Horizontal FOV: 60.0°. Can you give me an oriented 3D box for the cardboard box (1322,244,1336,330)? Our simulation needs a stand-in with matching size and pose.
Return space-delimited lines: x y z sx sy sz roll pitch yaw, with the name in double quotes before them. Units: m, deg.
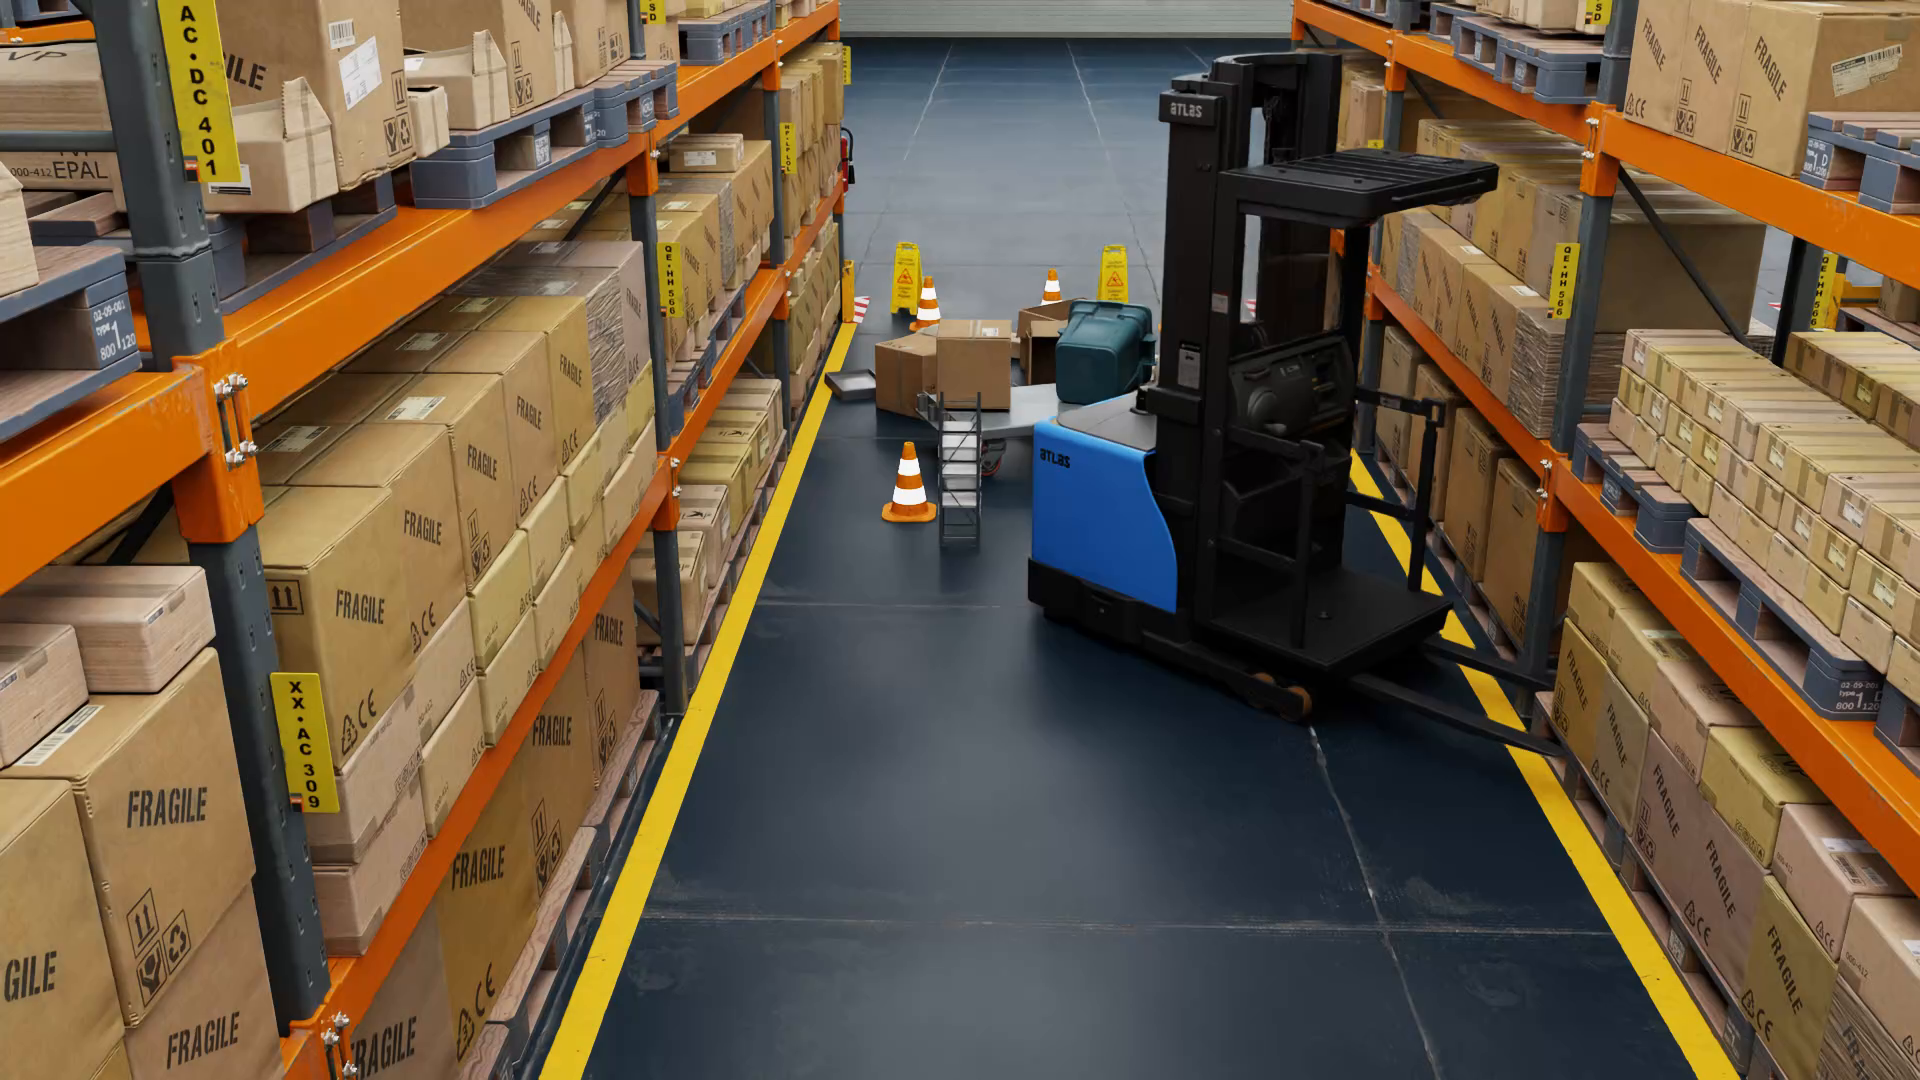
"cardboard box" 3.413 -2.101 13.653 0.875 0.875 0.875 0 21 1

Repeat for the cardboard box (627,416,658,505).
"cardboard box" -1.558 -0.329 6.939 0.500 0.250 0.500 0 21 0

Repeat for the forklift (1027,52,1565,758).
"forklift" 1.743 -0.721 7.836 1.130 2.935 3.031 -19 28 -40

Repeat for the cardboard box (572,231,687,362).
"cardboard box" -1.557 -1.126 7.655 0.500 0.500 0.500 0 21 0

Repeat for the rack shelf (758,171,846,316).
"rack shelf" -1.620 -2.419 13.111 1.077 0.370 4.000 1 21 2

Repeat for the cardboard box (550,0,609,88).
"cardboard box" -1.643 -1.866 5.825 0.700 0.500 0.500 0 21 -1

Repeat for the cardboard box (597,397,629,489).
"cardboard box" -1.575 -0.385 6.390 0.500 0.250 0.500 0 21 0

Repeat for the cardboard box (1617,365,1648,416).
"cardboard box" 2.933 -0.612 6.815 0.380 0.149 0.250 2 21 4

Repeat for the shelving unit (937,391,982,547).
"shelving unit" 0.000 -0.417 9.859 0.258 0.900 0.210 1 21 2

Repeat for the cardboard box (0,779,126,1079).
"cardboard box" -1.686 0.705 2.544 0.500 0.500 0.500 0 21 1

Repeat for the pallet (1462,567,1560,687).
"pallet" 3.248 0.449 8.581 1.003 0.211 1.213 1 21 2

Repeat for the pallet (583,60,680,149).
"pallet" -1.769 -1.662 6.280 1.213 0.211 1.003 2 21 4

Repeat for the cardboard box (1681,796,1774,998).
"cardboard box" 2.833 1.207 5.645 0.500 0.500 0.500 0 21 0

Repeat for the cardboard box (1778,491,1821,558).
"cardboard box" 2.891 -0.049 5.363 0.380 0.149 0.250 1 21 4

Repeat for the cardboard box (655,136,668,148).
"cardboard box" -2.048 -2.549 10.424 0.380 0.149 0.250 1 21 1

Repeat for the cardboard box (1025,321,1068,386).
"cardboard box" 0.898 -1.376 12.692 0.797 0.637 0.503 1 21 2

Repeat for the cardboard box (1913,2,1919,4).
"cardboard box" 3.364 -1.441 5.312 0.500 0.500 0.500 1 21 2

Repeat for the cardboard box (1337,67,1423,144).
"cardboard box" 3.378 -3.305 12.701 0.875 0.550 0.500 1 21 2

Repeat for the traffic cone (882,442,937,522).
"traffic cone" -0.319 -0.385 10.381 0.336 0.463 0.334 1 21 2

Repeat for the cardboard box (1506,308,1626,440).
"cardboard box" 2.894 -0.780 7.753 0.500 0.500 0.500 1 21 2

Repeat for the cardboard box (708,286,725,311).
"cardboard box" -1.509 -1.363 9.162 0.380 0.149 0.250 1 21 3

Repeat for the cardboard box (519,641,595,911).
"cardboard box" -1.938 0.781 6.226 0.875 0.875 0.875 1 21 2

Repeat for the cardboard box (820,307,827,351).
"cardboard box" -1.349 -1.720 13.535 0.500 0.250 0.500 0 21 0

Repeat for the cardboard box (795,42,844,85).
"cardboard box" -1.356 -3.942 14.110 0.700 0.500 0.500 0 21 0

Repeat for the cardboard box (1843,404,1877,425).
"cardboard box" 3.577 -0.409 6.292 0.380 0.149 0.250 1 21 3

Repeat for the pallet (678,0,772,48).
"pallet" -1.806 -3.120 10.037 1.213 0.211 1.003 1 21 2

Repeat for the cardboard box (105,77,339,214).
"cardboard box" -1.559 -0.847 3.525 0.396 0.266 0.258 0 21 1

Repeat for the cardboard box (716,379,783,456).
"cardboard box" -1.694 -0.812 11.028 0.950 0.372 0.625 1 21 2

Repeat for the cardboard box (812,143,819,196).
"cardboard box" -1.373 -2.919 12.855 0.500 0.500 0.500 1 21 2

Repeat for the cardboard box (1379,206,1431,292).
"cardboard box" 2.985 -1.873 10.571 0.500 0.500 0.500 1 21 2

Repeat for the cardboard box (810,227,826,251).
"cardboard box" -1.287 -2.431 13.436 0.380 0.149 0.250 2 21 4

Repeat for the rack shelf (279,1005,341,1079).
"rack shelf" -1.985 1.920 1.929 1.077 0.370 4.000 1 21 2

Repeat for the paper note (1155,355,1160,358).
"paper note" 1.648 -1.541 13.962 0.144 0.017 0.142 8 23 20

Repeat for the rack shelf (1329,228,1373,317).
"rack shelf" 3.331 -2.401 13.065 1.077 0.370 4.000 1 21 2

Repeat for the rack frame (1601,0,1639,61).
"rack frame" 3.148 -3.364 6.259 1.000 3.000 0.127 1 21 2

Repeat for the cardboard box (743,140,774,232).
"cardboard box" -1.465 -2.243 10.533 0.500 0.500 0.500 0 21 1

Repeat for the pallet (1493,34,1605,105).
"pallet" 3.115 -2.111 7.437 1.213 0.211 1.003 2 21 4

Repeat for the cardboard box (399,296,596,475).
"cardboard box" -1.586 -0.543 5.761 0.500 0.500 0.500 1 21 2

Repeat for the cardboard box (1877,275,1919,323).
"cardboard box" 8.311 -2.173 14.359 0.500 0.500 0.500 5 22 12

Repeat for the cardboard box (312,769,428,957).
"cardboard box" -1.647 0.775 4.092 0.500 0.250 0.500 0 21 0

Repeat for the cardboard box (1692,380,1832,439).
"cardboard box" 2.915 -0.477 6.055 0.380 0.149 0.250 0 21 -1

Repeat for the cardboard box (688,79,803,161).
"cardboard box" -1.451 -2.839 11.269 0.700 0.500 0.500 0 21 1

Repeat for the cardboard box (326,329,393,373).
"cardboard box" -2.117 -0.373 5.324 0.500 0.500 0.500 1 21 2

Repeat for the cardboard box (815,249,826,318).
"cardboard box" -1.358 -2.077 13.420 0.500 0.500 0.500 0 21 0

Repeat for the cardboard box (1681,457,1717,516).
"cardboard box" 2.910 -0.194 6.149 0.380 0.149 0.250 2 21 4

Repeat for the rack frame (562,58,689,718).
"rack frame" -1.802 -0.585 7.390 1.000 3.000 0.127 1 21 2

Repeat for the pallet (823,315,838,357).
"pallet" -1.621 -1.857 14.522 1.003 0.211 1.213 1 21 2

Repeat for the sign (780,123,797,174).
"sign" -1.126 -2.566 10.896 0.100 0.325 0.005 1 21 2

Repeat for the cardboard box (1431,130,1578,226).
"cardboard box" 3.247 -2.161 9.930 0.700 0.500 0.500 0 21 1

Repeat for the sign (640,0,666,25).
"sign" -1.248 -2.252 6.716 0.100 0.325 0.005 1 21 2

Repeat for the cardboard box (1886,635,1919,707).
"cardboard box" 2.866 0.380 4.669 0.380 0.149 0.250 0 21 -1

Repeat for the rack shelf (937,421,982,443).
"rack shelf" 0.000 -0.637 9.773 0.258 0.077 0.200 1 21 2

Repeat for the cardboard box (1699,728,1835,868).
"cardboard box" 2.828 0.850 5.530 0.500 0.250 0.500 0 21 -1

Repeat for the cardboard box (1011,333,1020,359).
"cardboard box" 0.420 -1.653 14.083 0.380 0.149 0.250 13 25 29

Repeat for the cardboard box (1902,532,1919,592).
"cardboard box" 2.869 0.090 4.594 0.380 0.149 0.250 1 21 1

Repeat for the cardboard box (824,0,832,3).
"cardboard box" -1.265 -4.536 13.775 0.380 0.149 0.250 1 21 2

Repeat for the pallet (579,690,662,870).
"pallet" -1.902 0.999 7.162 1.003 0.211 1.213 1 21 2

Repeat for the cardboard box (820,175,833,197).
"cardboard box" -1.260 -2.944 13.817 0.380 0.149 0.250 1 21 3

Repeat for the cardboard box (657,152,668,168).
"cardboard box" -1.996 -2.065 10.074 0.500 0.500 0.500 1 21 2
